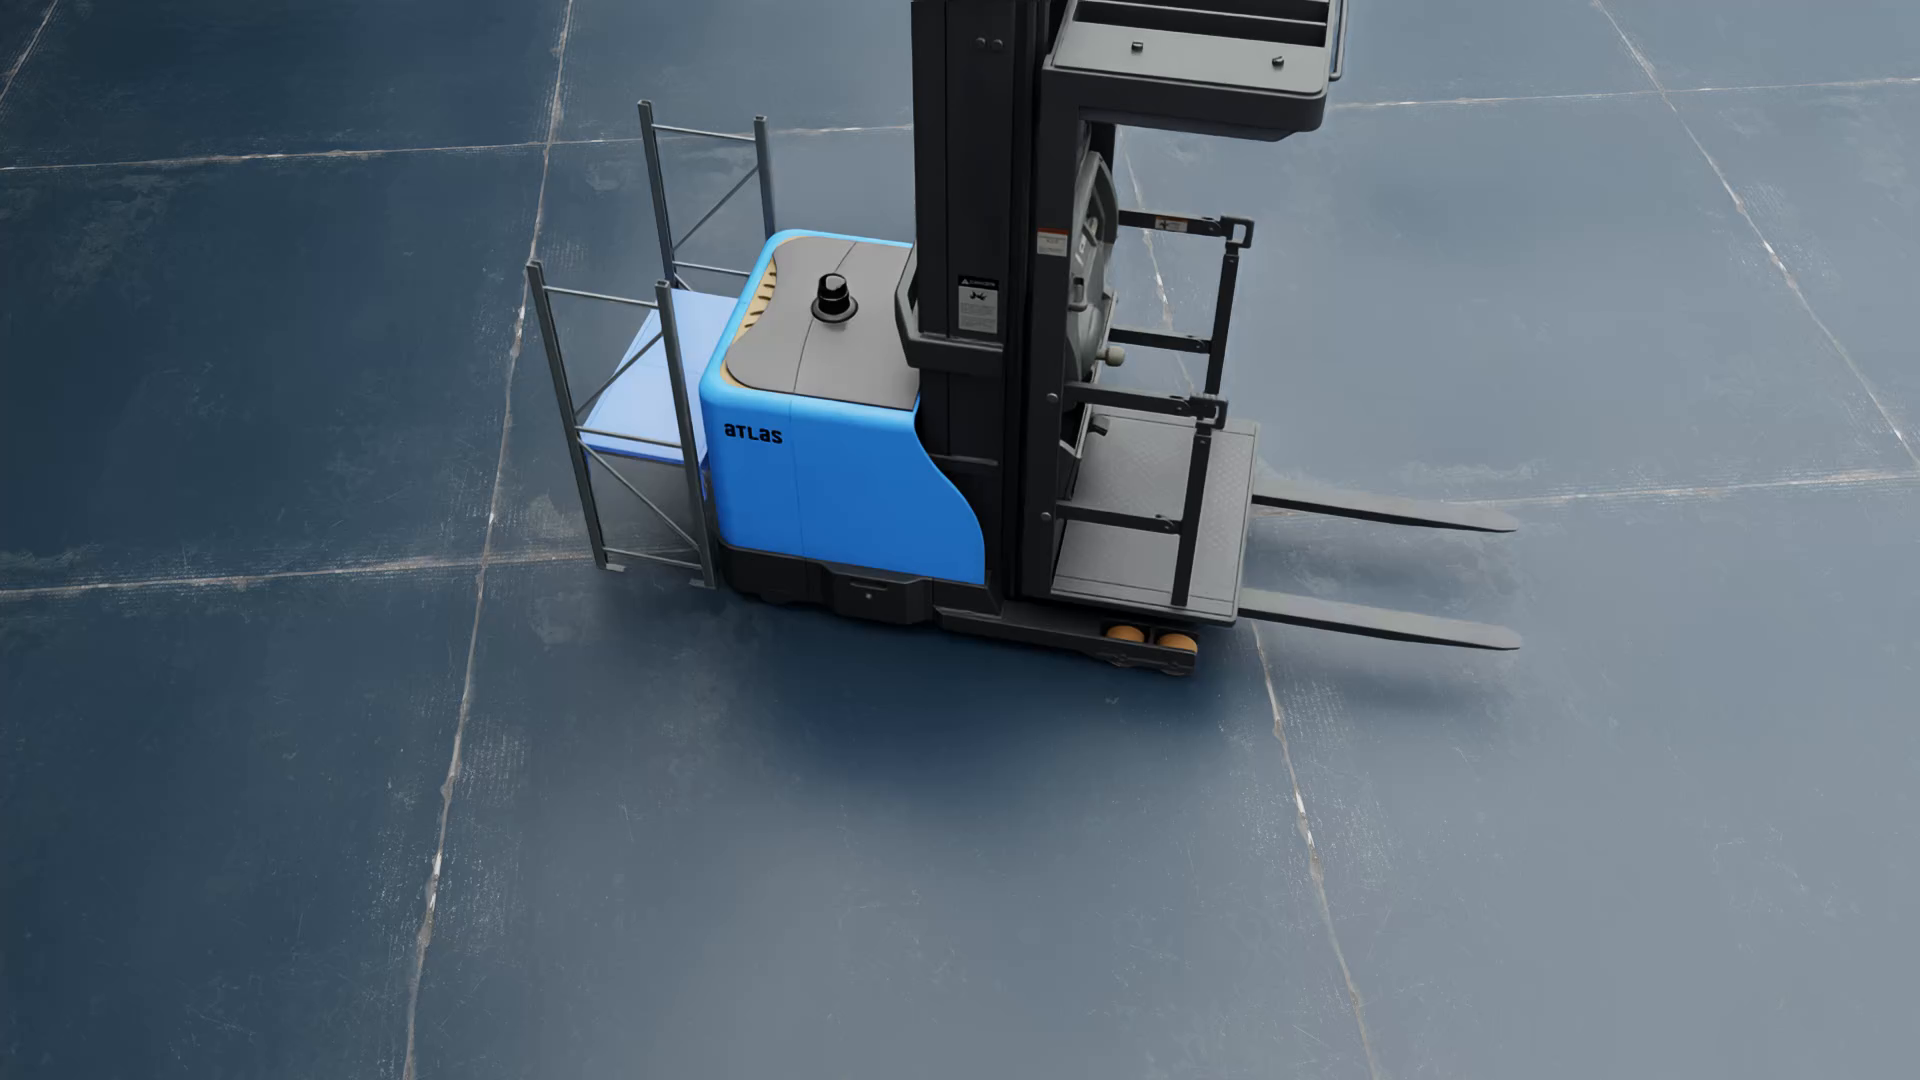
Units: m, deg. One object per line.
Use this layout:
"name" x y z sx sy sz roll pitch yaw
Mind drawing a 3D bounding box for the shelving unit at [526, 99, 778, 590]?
"shelving unit" -1.084 -0.730 6.408 0.538 1.500 1.048 10 47 9

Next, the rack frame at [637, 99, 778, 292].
"rack frame" -0.964 -1.088 6.748 0.500 1.500 0.032 10 47 9

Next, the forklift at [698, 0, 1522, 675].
"forklift" 0.637 -0.923 5.605 3.031 2.935 1.130 9 47 8

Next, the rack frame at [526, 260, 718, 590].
"rack frame" -1.205 -0.371 6.068 0.500 1.500 0.032 10 47 9

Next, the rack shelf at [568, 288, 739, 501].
"rack shelf" -1.084 -0.606 6.539 0.538 0.185 1.000 10 47 9
